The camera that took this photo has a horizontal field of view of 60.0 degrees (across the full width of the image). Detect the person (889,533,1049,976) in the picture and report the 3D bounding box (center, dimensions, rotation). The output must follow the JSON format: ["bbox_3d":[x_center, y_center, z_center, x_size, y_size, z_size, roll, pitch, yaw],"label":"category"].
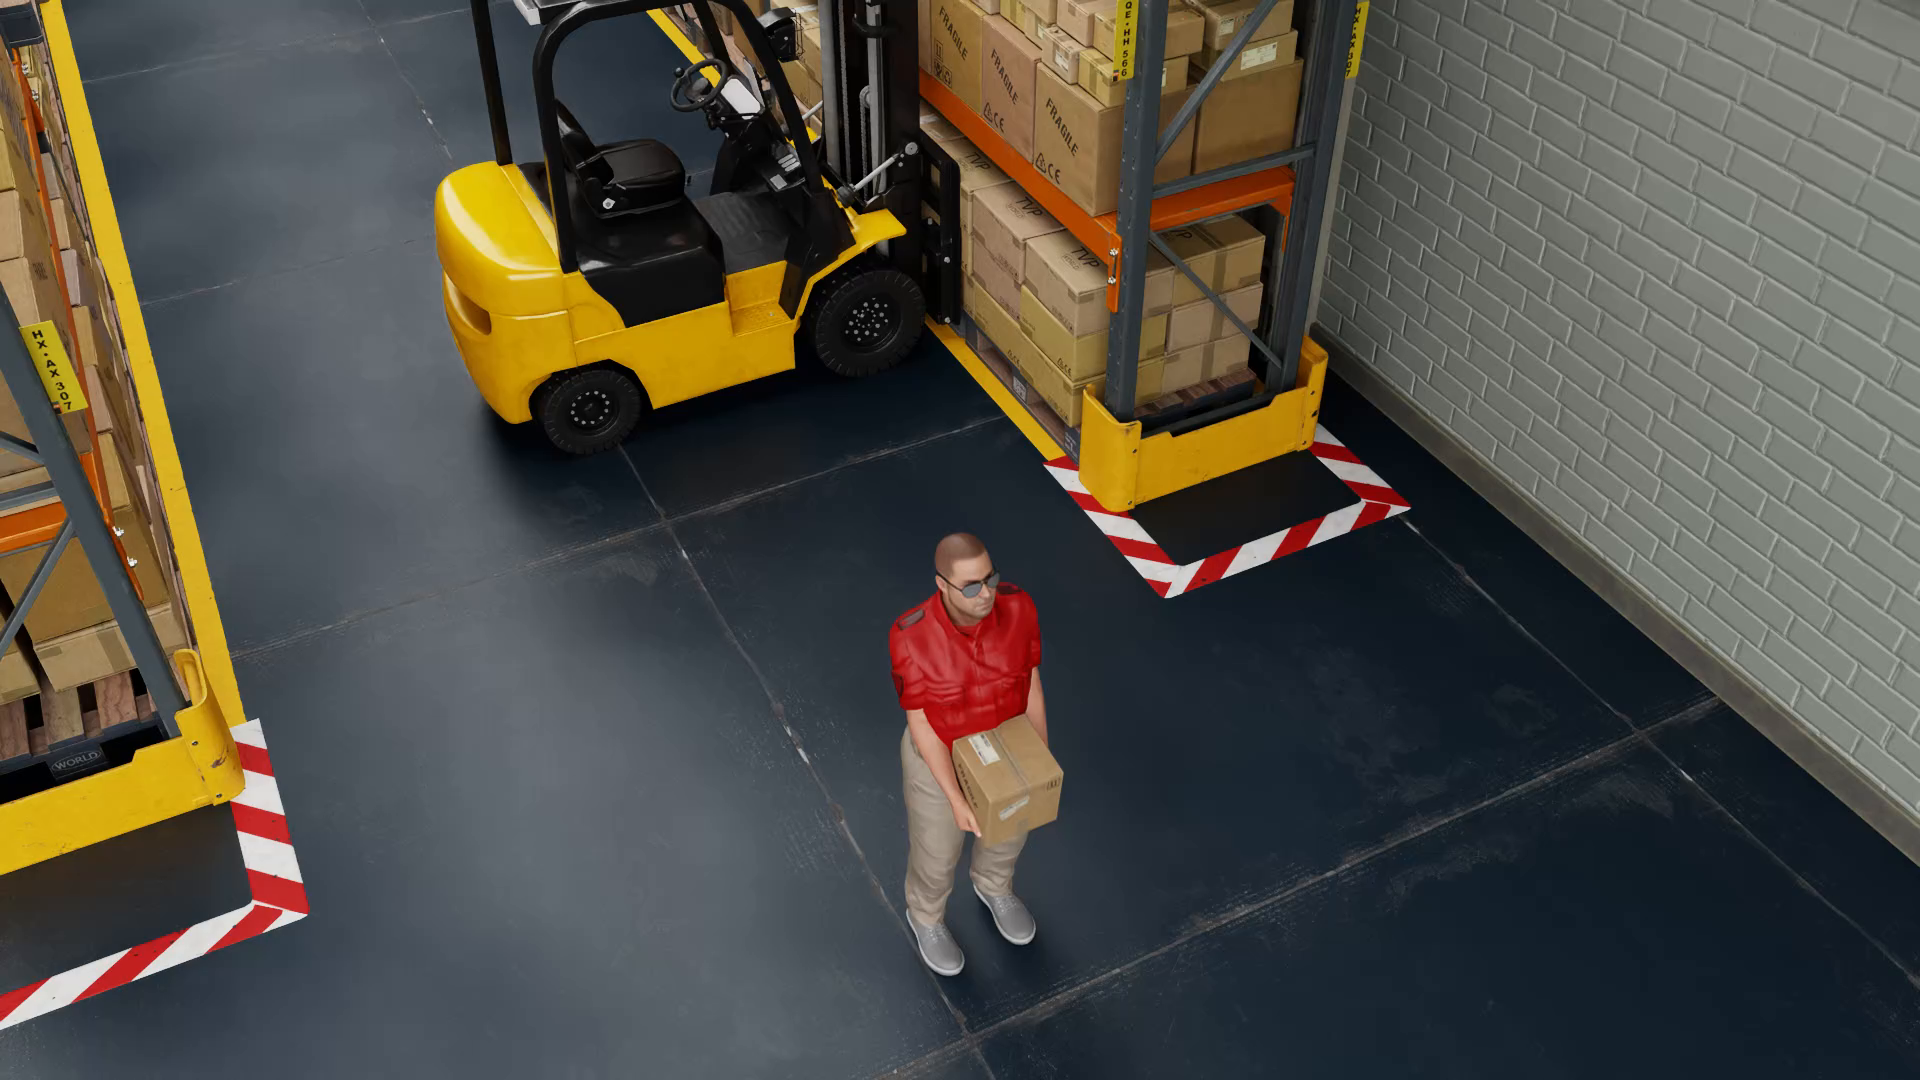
[{"bbox_3d":[0.075,0.747,5.321,0.493,1.712,0.531,-19,44,-20],"label":"person"}]
